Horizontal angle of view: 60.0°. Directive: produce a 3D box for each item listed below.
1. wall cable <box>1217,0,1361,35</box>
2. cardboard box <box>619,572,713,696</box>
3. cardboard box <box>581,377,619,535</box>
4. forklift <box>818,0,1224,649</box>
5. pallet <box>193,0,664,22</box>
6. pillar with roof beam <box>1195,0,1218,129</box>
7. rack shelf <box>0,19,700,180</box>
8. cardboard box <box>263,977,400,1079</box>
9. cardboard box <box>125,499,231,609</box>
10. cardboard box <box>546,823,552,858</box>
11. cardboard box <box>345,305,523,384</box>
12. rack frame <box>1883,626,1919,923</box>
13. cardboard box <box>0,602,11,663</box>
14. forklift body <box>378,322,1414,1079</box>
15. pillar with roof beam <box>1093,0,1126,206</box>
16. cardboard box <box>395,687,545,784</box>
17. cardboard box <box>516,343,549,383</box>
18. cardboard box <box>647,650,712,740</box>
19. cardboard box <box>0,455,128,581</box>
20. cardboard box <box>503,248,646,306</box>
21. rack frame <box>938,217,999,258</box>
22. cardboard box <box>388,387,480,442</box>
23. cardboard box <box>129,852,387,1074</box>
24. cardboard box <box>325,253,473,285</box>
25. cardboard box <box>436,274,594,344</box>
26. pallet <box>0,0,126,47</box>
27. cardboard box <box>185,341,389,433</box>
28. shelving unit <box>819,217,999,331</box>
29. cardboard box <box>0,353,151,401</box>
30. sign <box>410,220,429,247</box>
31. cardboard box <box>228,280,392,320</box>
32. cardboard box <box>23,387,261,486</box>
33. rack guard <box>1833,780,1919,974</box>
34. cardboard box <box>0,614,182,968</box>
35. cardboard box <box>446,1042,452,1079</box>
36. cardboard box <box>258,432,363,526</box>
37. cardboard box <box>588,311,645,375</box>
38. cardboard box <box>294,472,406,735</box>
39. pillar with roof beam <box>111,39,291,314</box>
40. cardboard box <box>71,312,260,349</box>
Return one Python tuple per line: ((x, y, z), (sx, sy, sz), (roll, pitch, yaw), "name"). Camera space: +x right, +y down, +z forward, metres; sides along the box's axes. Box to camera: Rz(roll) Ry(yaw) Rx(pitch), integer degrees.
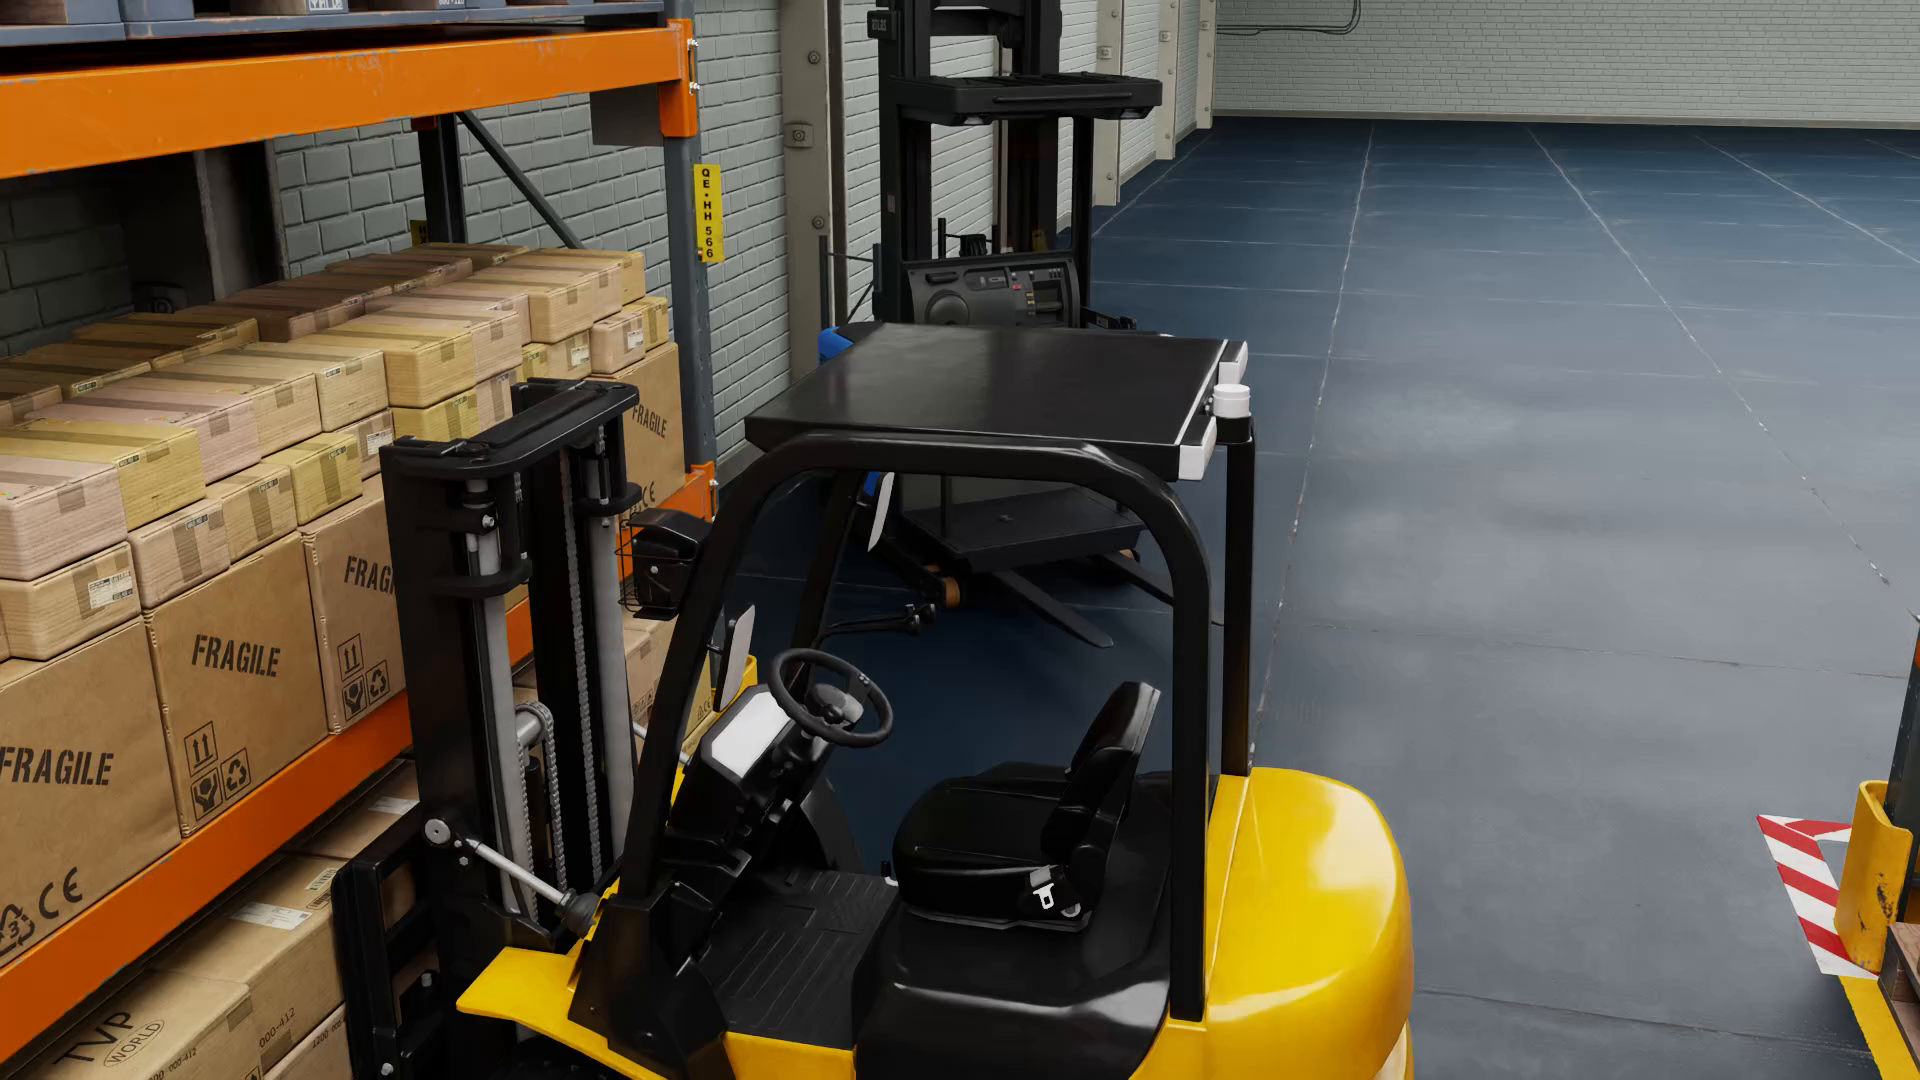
((6.915, -11.934, 35.008), (3.097, 2.526, 0.112), (5, 19, 13), "wall cable")
((-1.183, 0.309, 5.699), (0.500, 0.250, 0.500), (5, 20, 15), "cardboard box")
((-1.374, -0.200, 4.977), (0.500, 0.500, 0.500), (5, 20, 15), "cardboard box")
((0.268, -1.203, 8.174), (1.130, 2.935, 3.031), (-9, 21, -24), "forklift")
((-1.571, -1.647, 4.866), (1.003, 0.211, 1.213), (5, 19, 13), "pallet")
((9.087, -12.244, 31.113), (9.100, 9.000, 0.400), (5, 19, 13), "pillar with roof beam")
((-1.862, -0.941, 3.775), (1.077, 0.370, 4.000), (5, 19, 13), "rack shelf")
((-1.678, 1.188, 3.898), (0.500, 0.250, 0.500), (4, 19, 13), "cardboard box")
((-1.721, 0.012, 3.352), (0.380, 0.149, 0.250), (4, 19, 13), "cardboard box")
((-1.428, 0.874, 4.820), (0.500, 0.250, 0.500), (4, 19, 12), "cardboard box")
((-1.413, -0.529, 4.477), (0.380, 0.149, 0.250), (5, 20, 15), "cardboard box")
((3.441, -0.098, 4.835), (1.000, 3.000, 0.127), (5, 19, 13), "rack frame")
((-1.919, 0.166, 2.903), (0.380, 0.149, 0.250), (5, 19, 13), "cardboard box")
((-0.067, 0.651, 3.955), (2.313, 2.155, 1.214), (5, 19, 13), "forklift body")
((6.155, -8.483, 20.101), (9.100, 9.000, 0.400), (5, 19, 13), "pillar with roof beam")
((-1.416, 0.628, 4.764), (0.500, 0.250, 0.500), (5, 19, 14), "cardboard box")
((-1.414, -0.477, 4.785), (0.380, 0.149, 0.250), (5, 19, 13), "cardboard box")
((-1.189, 0.554, 5.756), (0.500, 0.250, 0.500), (4, 19, 13), "cardboard box")
((-1.792, -0.049, 3.073), (0.380, 0.149, 0.250), (5, 20, 15), "cardboard box")
((-1.256, -0.855, 5.433), (0.380, 0.149, 0.250), (5, 19, 14), "cardboard box")
((0.052, -1.278, 10.609), (0.500, 1.500, 0.032), (17, 25, 40), "rack frame")
((-1.476, -0.309, 4.292), (0.380, 0.149, 0.250), (5, 19, 14), "cardboard box")
((-1.683, 0.951, 3.821), (0.500, 0.250, 0.500), (5, 20, 15), "cardboard box")
((-1.788, -0.817, 5.322), (0.380, 0.149, 0.250), (5, 20, 15), "cardboard box")
((-1.324, -0.691, 4.953), (0.380, 0.149, 0.250), (5, 20, 15), "cardboard box")
((-2.167, -0.882, 2.627), (1.003, 0.211, 1.213), (5, 19, 13), "pallet")
((-1.625, -0.374, 4.024), (0.380, 0.149, 0.250), (5, 19, 14), "cardboard box")
((-0.301, -1.156, 10.251), (0.587, 1.500, 1.083), (17, 25, 40), "shelving unit")
((-2.129, -0.330, 3.895), (0.380, 0.149, 0.250), (5, 20, 15), "cardboard box")
((-1.910, -0.982, 5.960), (0.100, 0.325, 0.005), (5, 19, 13), "sign")
((-1.885, -0.656, 4.850), (0.380, 0.149, 0.250), (5, 19, 14), "cardboard box")
((-1.747, -0.217, 3.564), (0.380, 0.149, 0.250), (5, 19, 13), "cardboard box")
((3.423, 1.108, 5.169), (1.175, 0.500, 0.348), (5, 19, 13), "rack guard")
((-1.878, 0.434, 3.121), (0.500, 0.500, 0.500), (5, 19, 14), "cardboard box")
((-1.548, 1.261, 4.459), (0.500, 0.250, 0.500), (5, 20, 15), "cardboard box")
((-1.620, -0.152, 3.834), (0.380, 0.149, 0.250), (4, 19, 12), "cardboard box")
((-1.220, -0.630, 5.234), (0.380, 0.149, 0.250), (5, 19, 14), "cardboard box")
((-1.611, 0.119, 4.043), (0.500, 0.500, 0.500), (5, 19, 14), "cardboard box")
((1.757, -2.841, 3.584), (9.100, 9.000, 0.400), (5, 19, 13), "pillar with roof beam")
((-2.084, -0.497, 4.384), (0.380, 0.149, 0.250), (4, 19, 12), "cardboard box")
